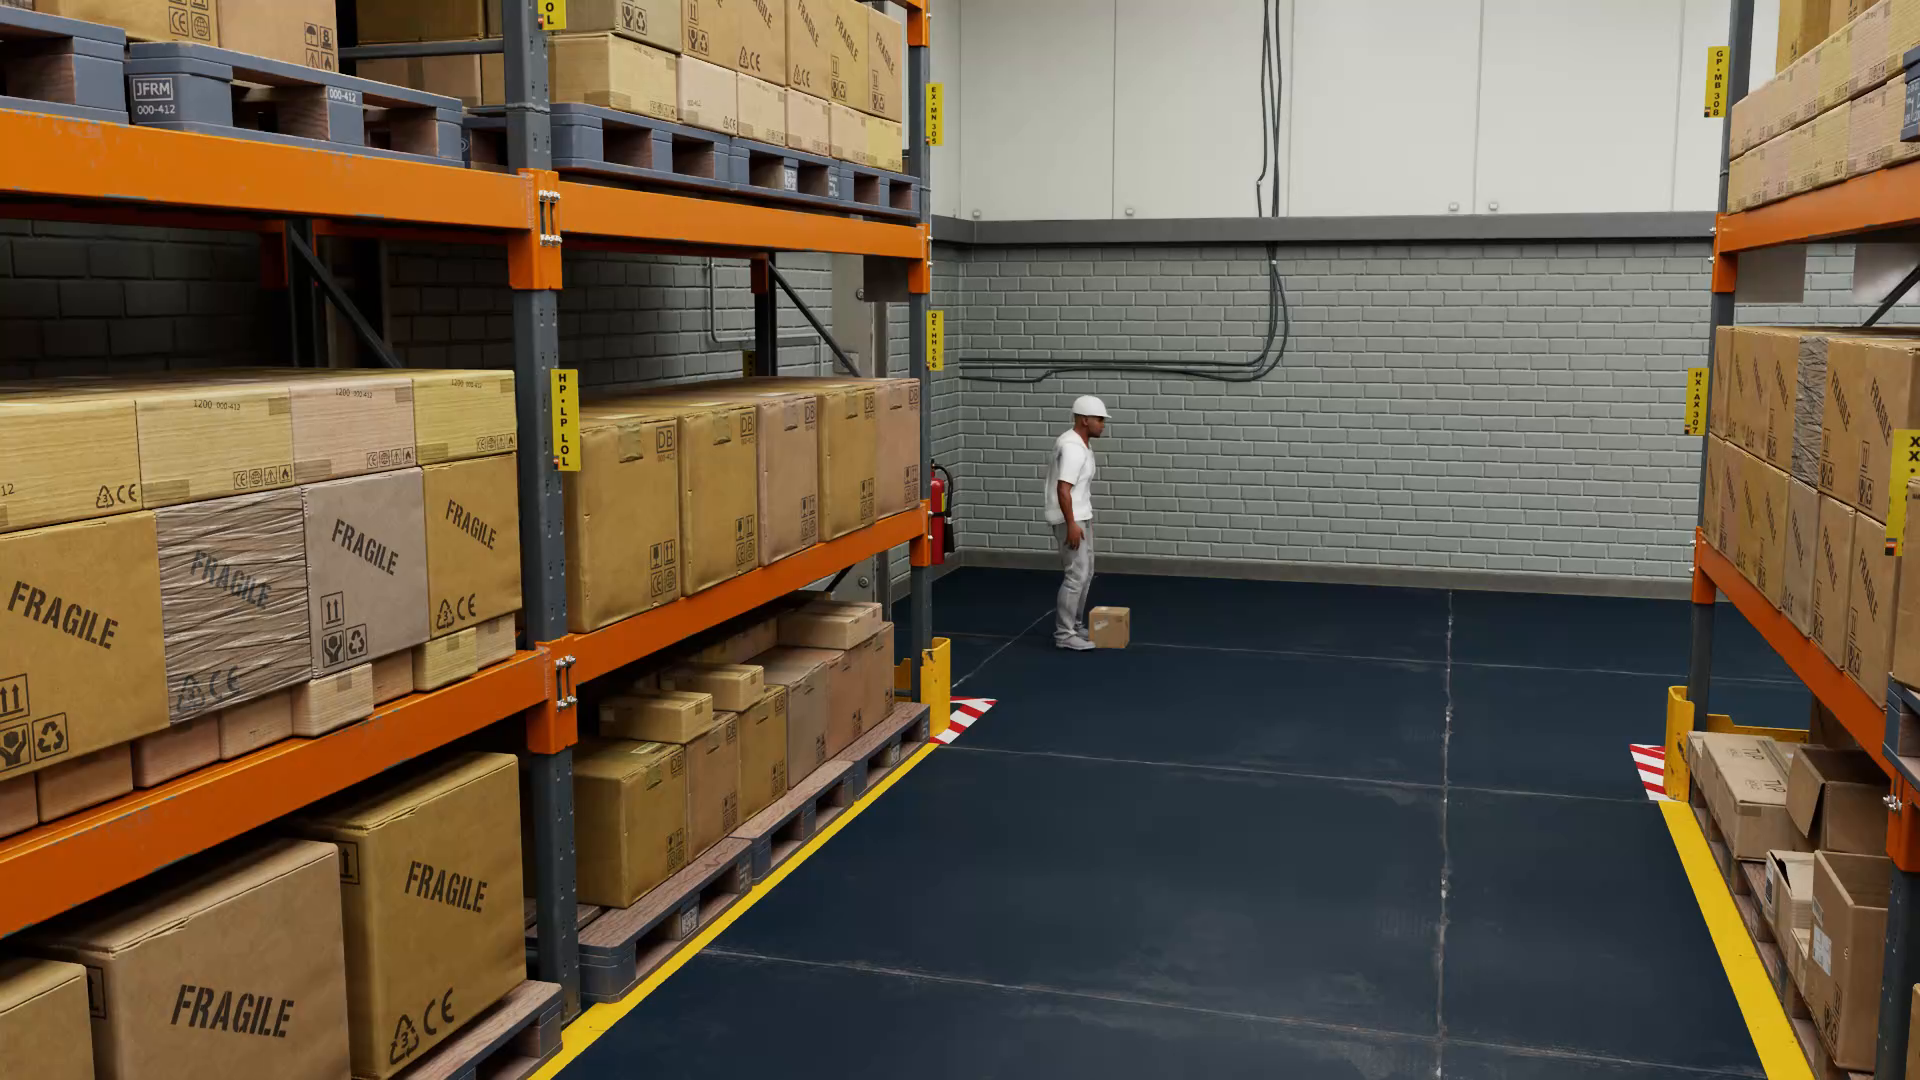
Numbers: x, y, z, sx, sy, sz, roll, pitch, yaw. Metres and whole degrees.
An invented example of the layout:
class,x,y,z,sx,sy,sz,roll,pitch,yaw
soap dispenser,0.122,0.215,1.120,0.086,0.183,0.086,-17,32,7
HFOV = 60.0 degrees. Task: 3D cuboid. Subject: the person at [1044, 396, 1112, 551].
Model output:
class,x,y,z,sx,sy,sz,roll,pitch,yaw
person,0.830,-0.479,11.648,0.463,1.063,0.624,2,9,14
